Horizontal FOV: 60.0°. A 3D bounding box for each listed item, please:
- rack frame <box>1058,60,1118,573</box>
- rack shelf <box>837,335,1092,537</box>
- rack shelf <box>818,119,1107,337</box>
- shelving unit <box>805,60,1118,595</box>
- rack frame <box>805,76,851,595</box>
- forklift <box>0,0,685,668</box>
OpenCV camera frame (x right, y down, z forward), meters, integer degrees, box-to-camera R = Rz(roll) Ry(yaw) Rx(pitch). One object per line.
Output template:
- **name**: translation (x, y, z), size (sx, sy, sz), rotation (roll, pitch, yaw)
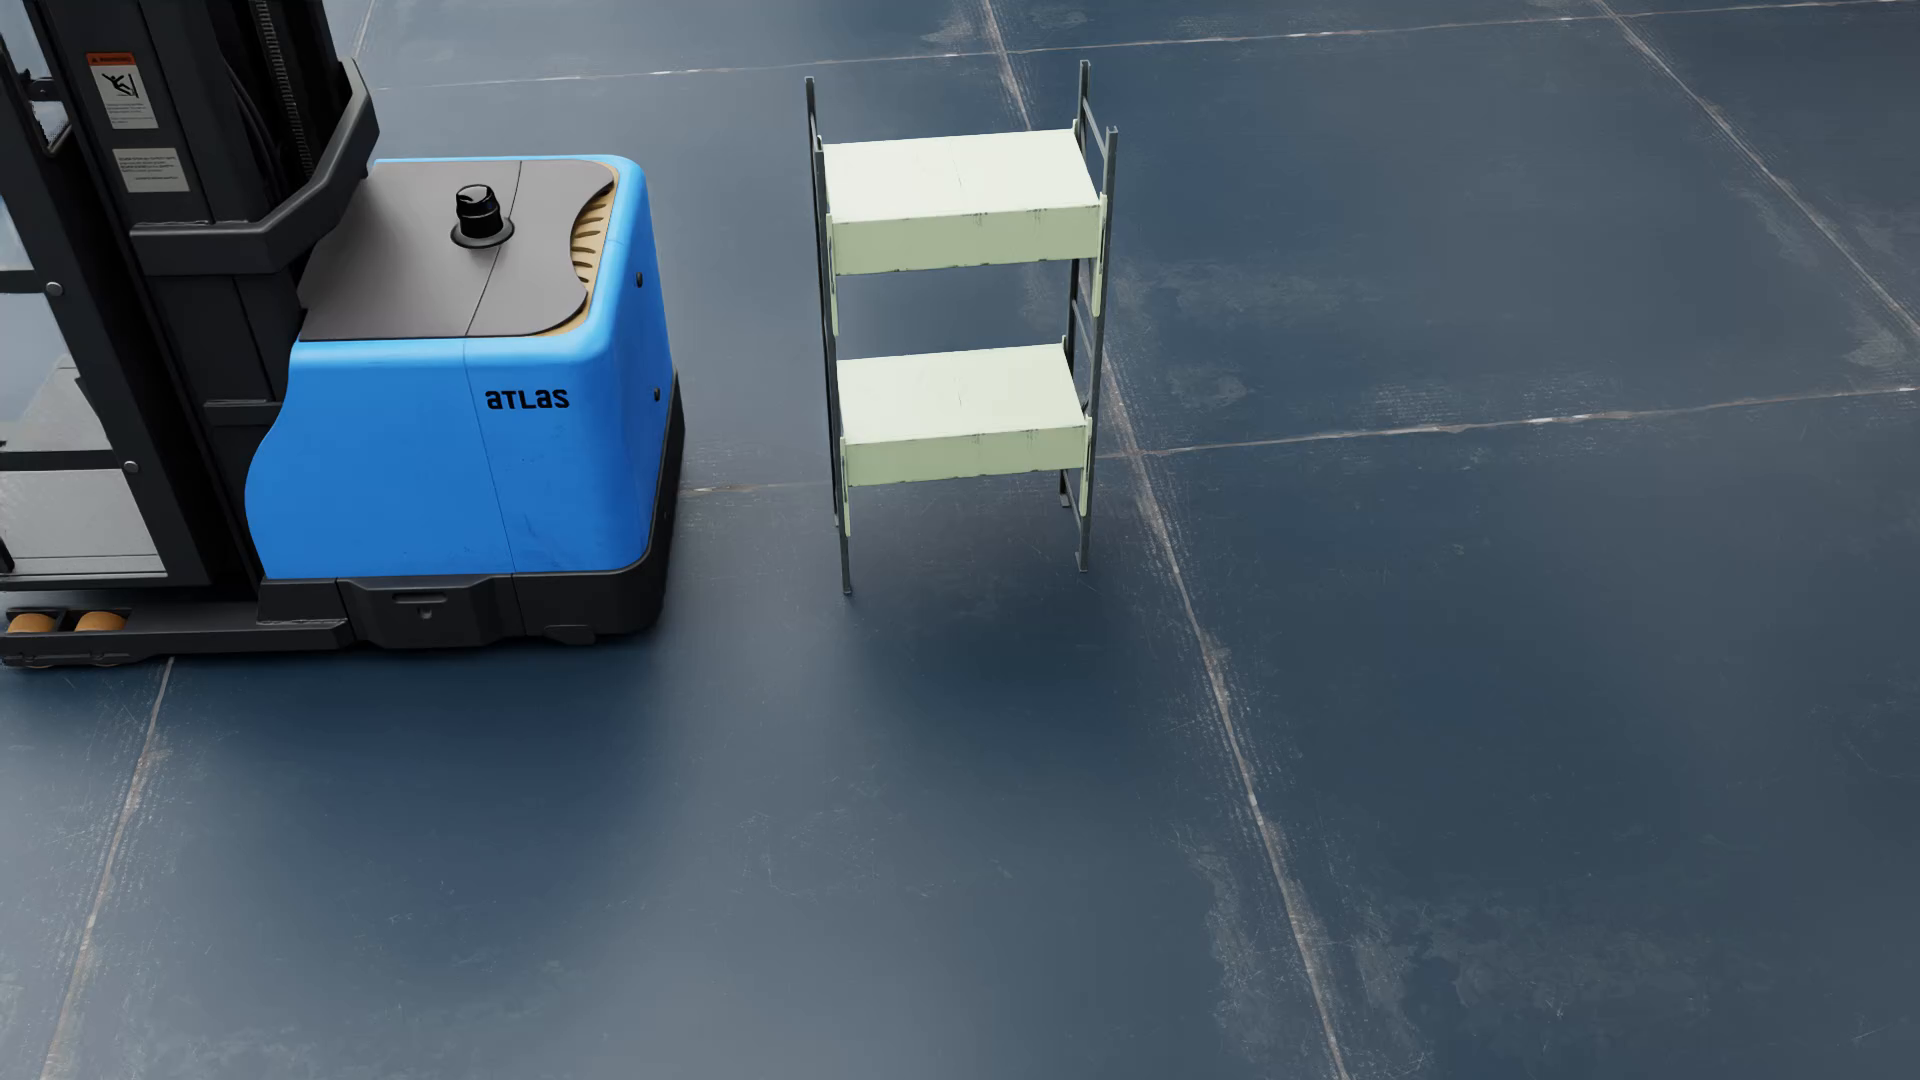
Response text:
- **rack frame**: translation (0.356, -0.588, 4.782), size (0.023, 1.500, 0.400), rotation (-5, 42, -6)
- **rack shelf**: translation (-0.007, -0.314, 4.965), size (0.720, 0.370, 0.431), rotation (-5, 42, -6)
- **rack shelf**: translation (-0.007, -0.846, 4.486), size (0.720, 0.370, 0.431), rotation (-5, 42, -6)
- **shelving unit**: translation (-0.007, -0.556, 4.747), size (0.755, 1.500, 0.431), rotation (-5, 42, -6)
- **rack frame**: translation (-0.370, -0.525, 4.712), size (0.023, 1.500, 0.400), rotation (-5, 42, -6)
- **forklift**: translation (-2.414, -1.078, 4.256), size (3.031, 2.935, 1.130), rotation (-1, 42, -2)
